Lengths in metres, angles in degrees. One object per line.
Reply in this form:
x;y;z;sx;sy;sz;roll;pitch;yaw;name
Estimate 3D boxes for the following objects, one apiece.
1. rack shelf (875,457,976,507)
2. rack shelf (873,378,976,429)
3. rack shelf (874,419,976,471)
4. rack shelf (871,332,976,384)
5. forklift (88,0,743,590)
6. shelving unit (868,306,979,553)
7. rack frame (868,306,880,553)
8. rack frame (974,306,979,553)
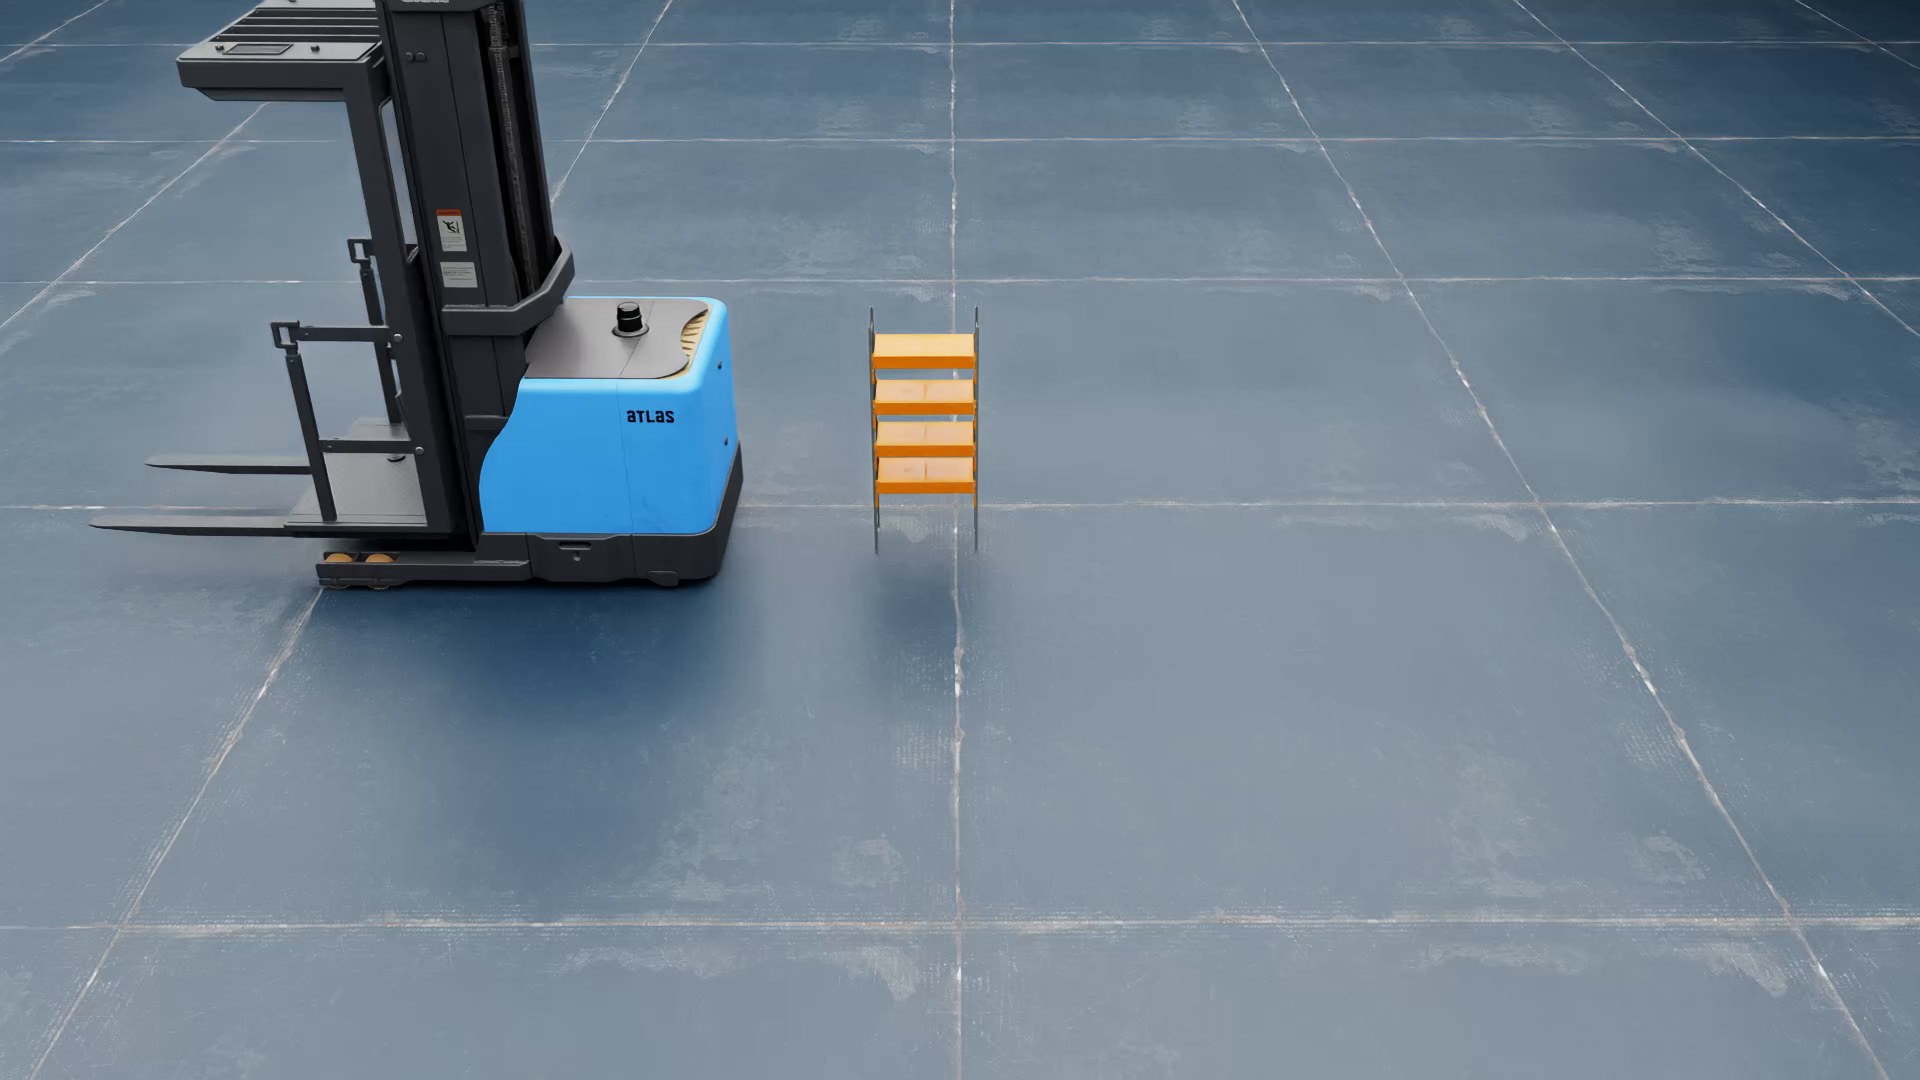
-0.166;-0.285;8.076;0.480;0.148;0.258;0;31;0;rack shelf
-0.166;-0.646;7.857;0.480;0.148;0.258;0;31;0;rack shelf
-0.166;-0.455;7.973;0.480;0.148;0.258;0;31;0;rack shelf
-0.166;-0.848;7.734;0.480;0.148;0.258;0;31;0;rack shelf
-2.646;-1.293;7.556;3.031;2.935;1.130;1;31;1;forklift
-0.166;-0.512;7.938;0.503;1.200;0.258;0;31;0;shelving unit
-0.410;-0.512;7.937;0.015;1.200;0.240;0;31;0;rack frame
0.078;-0.513;7.939;0.015;1.200;0.240;0;31;0;rack frame
